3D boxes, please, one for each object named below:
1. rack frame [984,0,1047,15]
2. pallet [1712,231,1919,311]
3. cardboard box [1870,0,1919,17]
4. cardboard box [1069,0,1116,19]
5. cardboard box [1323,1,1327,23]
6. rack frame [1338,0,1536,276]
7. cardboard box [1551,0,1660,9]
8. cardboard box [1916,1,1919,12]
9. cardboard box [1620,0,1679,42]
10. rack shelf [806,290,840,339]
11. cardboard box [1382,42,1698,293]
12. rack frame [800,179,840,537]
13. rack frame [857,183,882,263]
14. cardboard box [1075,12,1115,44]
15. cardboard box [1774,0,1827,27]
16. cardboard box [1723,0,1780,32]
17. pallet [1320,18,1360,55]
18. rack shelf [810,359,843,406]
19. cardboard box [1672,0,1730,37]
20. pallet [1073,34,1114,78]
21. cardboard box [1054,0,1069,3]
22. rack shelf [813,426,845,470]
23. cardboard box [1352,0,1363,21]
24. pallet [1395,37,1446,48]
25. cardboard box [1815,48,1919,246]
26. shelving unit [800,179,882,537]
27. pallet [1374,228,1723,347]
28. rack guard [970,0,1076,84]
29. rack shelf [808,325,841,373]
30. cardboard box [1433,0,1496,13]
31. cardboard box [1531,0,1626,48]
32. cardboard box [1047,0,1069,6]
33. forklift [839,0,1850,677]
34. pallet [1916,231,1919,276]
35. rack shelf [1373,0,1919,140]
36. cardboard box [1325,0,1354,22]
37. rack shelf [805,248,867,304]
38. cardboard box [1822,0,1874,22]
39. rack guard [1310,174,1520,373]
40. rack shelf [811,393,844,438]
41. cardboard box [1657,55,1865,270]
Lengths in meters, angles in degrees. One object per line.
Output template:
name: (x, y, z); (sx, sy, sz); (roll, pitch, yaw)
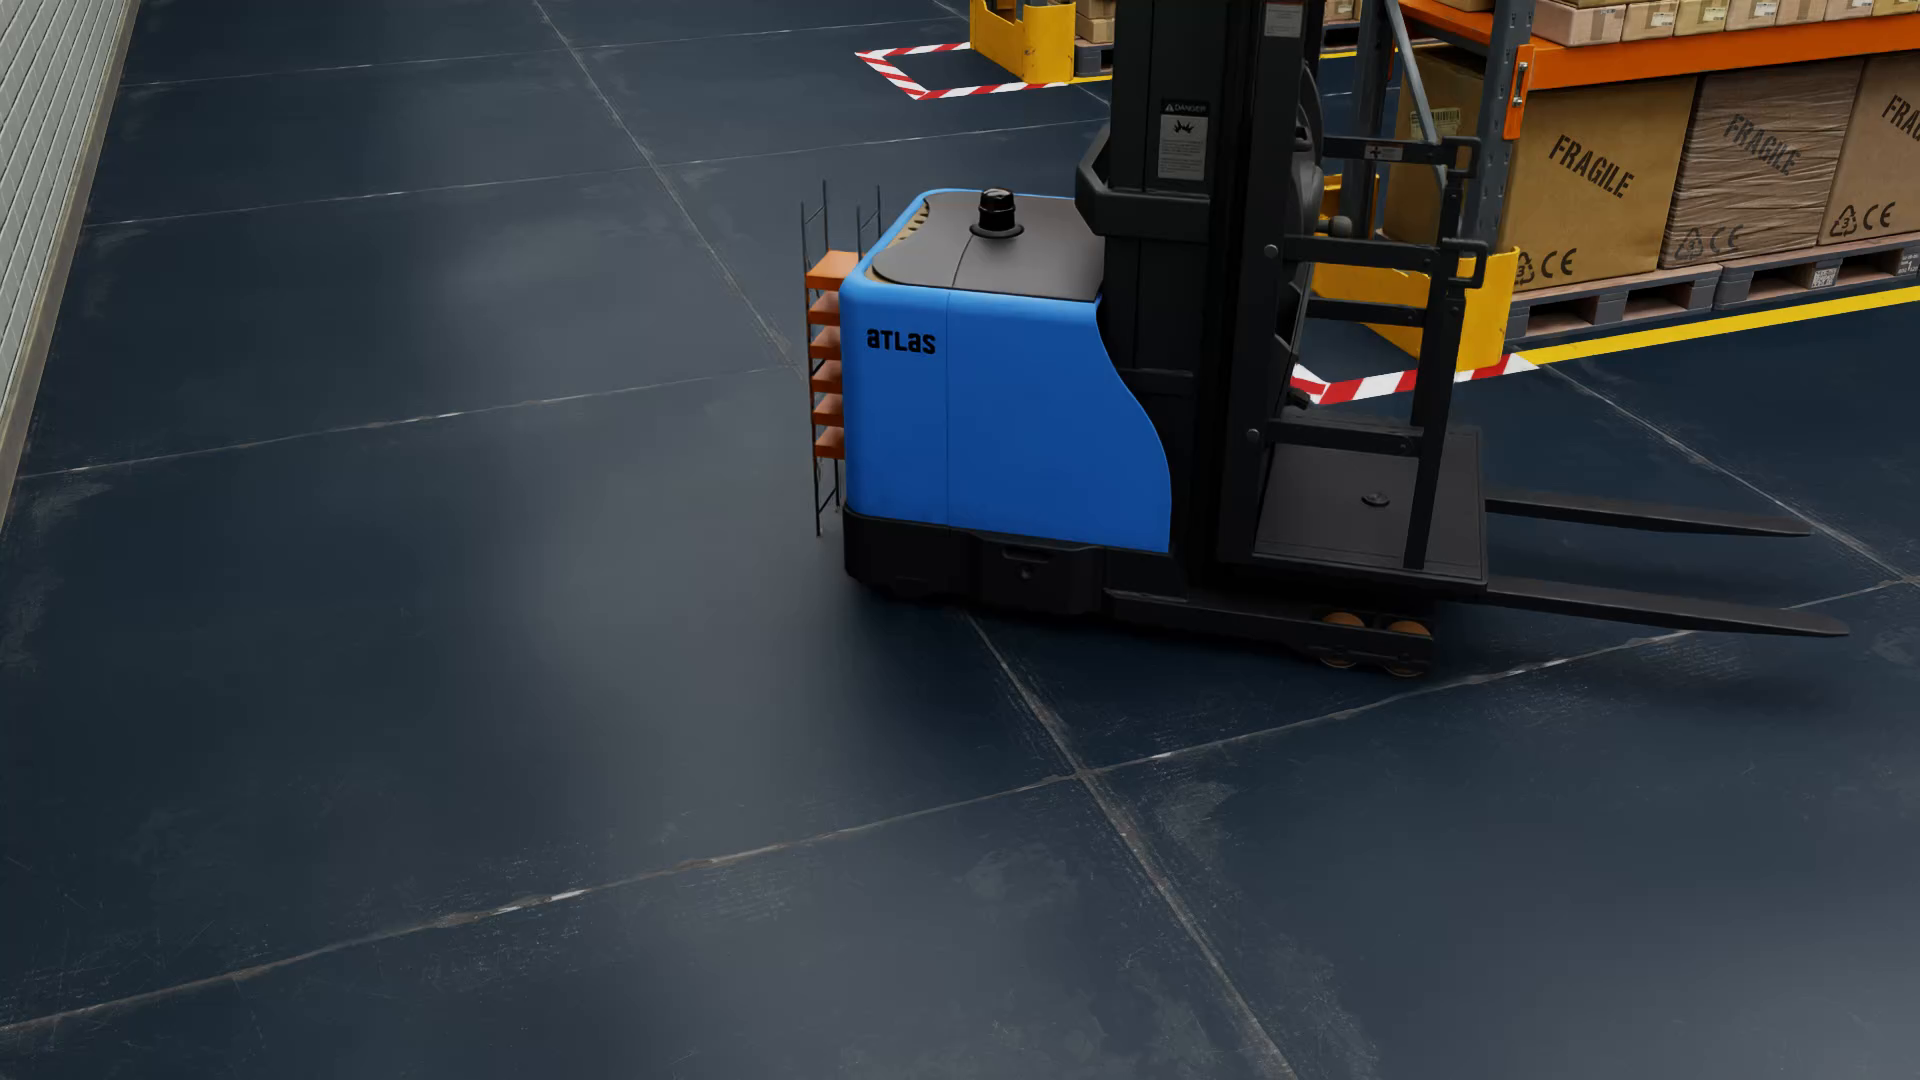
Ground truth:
rack frame: (0.345, -4.616, 10.822); (0.127, 3.000, 1.000); (-10, 31, -18)
pallet: (3.844, -1.469, 8.115); (1.213, 0.211, 1.003); (-10, 31, -18)
cardboard box: (3.869, -2.362, 7.120); (0.250, 0.149, 0.380); (-11, 32, -19)
cardboard box: (0.926, -3.660, 11.300); (0.250, 0.149, 0.380); (-9, 31, -16)
cardboard box: (2.393, -3.775, 11.801); (0.250, 0.149, 0.380); (-10, 31, -18)
rack frame: (1.980, -2.297, 6.752); (0.127, 3.000, 1.000); (-10, 31, -18)
cardboard box: (2.524, -2.319, 6.641); (0.500, 0.250, 0.500); (-11, 32, -19)
cardboard box: (4.114, -2.409, 7.201); (0.250, 0.149, 0.380); (-10, 31, -17)
cardboard box: (2.668, -2.141, 6.732); (0.250, 0.149, 0.380); (-11, 31, -18)
rack shelf: (-0.376, -0.747, 5.453); (0.180, 0.103, 0.258); (7, 30, 12)
cardboard box: (2.552, -1.704, 7.433); (0.875, 0.875, 0.875); (-10, 31, -18)
rack frame: (-0.464, -0.588, 5.570); (0.006, 1.200, 0.240); (7, 30, 12)
rack frame: (-0.287, -0.565, 5.530); (0.006, 1.200, 0.240); (7, 30, 12)
cardboard box: (0.948, -3.502, 11.322); (0.250, 0.149, 0.380); (-10, 31, -17)
cardboard box: (3.390, -2.275, 6.966); (0.250, 0.149, 0.380); (-11, 31, -19)
cardboard box: (3.152, -2.231, 6.890); (0.250, 0.149, 0.380); (-11, 31, -18)
pallet: (2.332, -3.750, 12.119); (1.213, 0.211, 1.003); (-10, 31, -18)
rack shelf: (-0.376, -0.538, 5.572); (0.180, 0.103, 0.258); (7, 30, 12)
cardboard box: (2.908, -2.186, 6.810); (0.250, 0.149, 0.380); (-11, 32, -19)
pallet: (1.190, -3.541, 11.753); (1.213, 0.211, 1.003); (-10, 31, -18)
cardboard box: (0.740, -3.912, 11.742); (0.250, 0.149, 0.380); (-11, 32, -19)
rack shelf: (-0.376, -0.329, 5.691); (0.180, 0.103, 0.258); (7, 30, 12)
cardboard box: (2.875, -3.846, 11.926); (0.250, 0.149, 0.380); (-11, 31, -18)
pallet: (3.477, -3.962, 12.492); (1.213, 0.211, 1.003); (-10, 31, -18)
cardboard box: (4.239, -2.015, 7.979); (0.875, 0.875, 0.875); (-10, 31, -18)
shelving unit: (-0.376, -0.577, 5.550); (0.189, 1.200, 0.258); (7, 30, 12)
pallet: (2.702, -1.260, 7.748); (1.213, 0.211, 1.003); (-10, 31, -18)
rack guard: (0.416, -3.543, 11.464); (0.348, 0.500, 1.175); (-10, 31, -18)
rack shelf: (-0.376, -0.642, 5.513); (0.180, 0.103, 0.258); (7, 30, 12)
cardboard box: (2.199, -2.402, 7.190); (0.250, 0.149, 0.380); (-10, 31, -17)
cardboard box: (2.428, -2.096, 6.653); (0.250, 0.149, 0.380); (-10, 31, -17)
cardboard box: (0.766, -3.747, 11.753); (0.250, 0.149, 0.380); (-10, 31, -17)
forklift: (1.197, -1.152, 4.811); (3.031, 2.935, 1.130); (7, 30, 12)
pallet: (4.989, -1.681, 8.488); (1.213, 0.211, 1.003); (-10, 31, -18)
rack shelf: (3.854, -2.330, 7.536); (4.000, 0.370, 1.077); (-10, 31, -18)
cardboard box: (2.607, -3.832, 11.901); (0.250, 0.149, 0.380); (-10, 31, -17)
rack shelf: (-0.376, -0.851, 5.394); (0.180, 0.103, 0.258); (7, 30, 12)
cardboard box: (3.632, -2.319, 7.045); (0.250, 0.149, 0.380); (-11, 31, -18)
rack guard: (1.957, -1.207, 7.364); (0.348, 0.500, 1.175); (-10, 31, -18)
rack shelf: (-0.376, -0.434, 5.631); (0.180, 0.103, 0.258); (7, 30, 12)
cardboard box: (3.405, -1.861, 7.709); (0.875, 0.875, 0.875); (-10, 31, -18)
